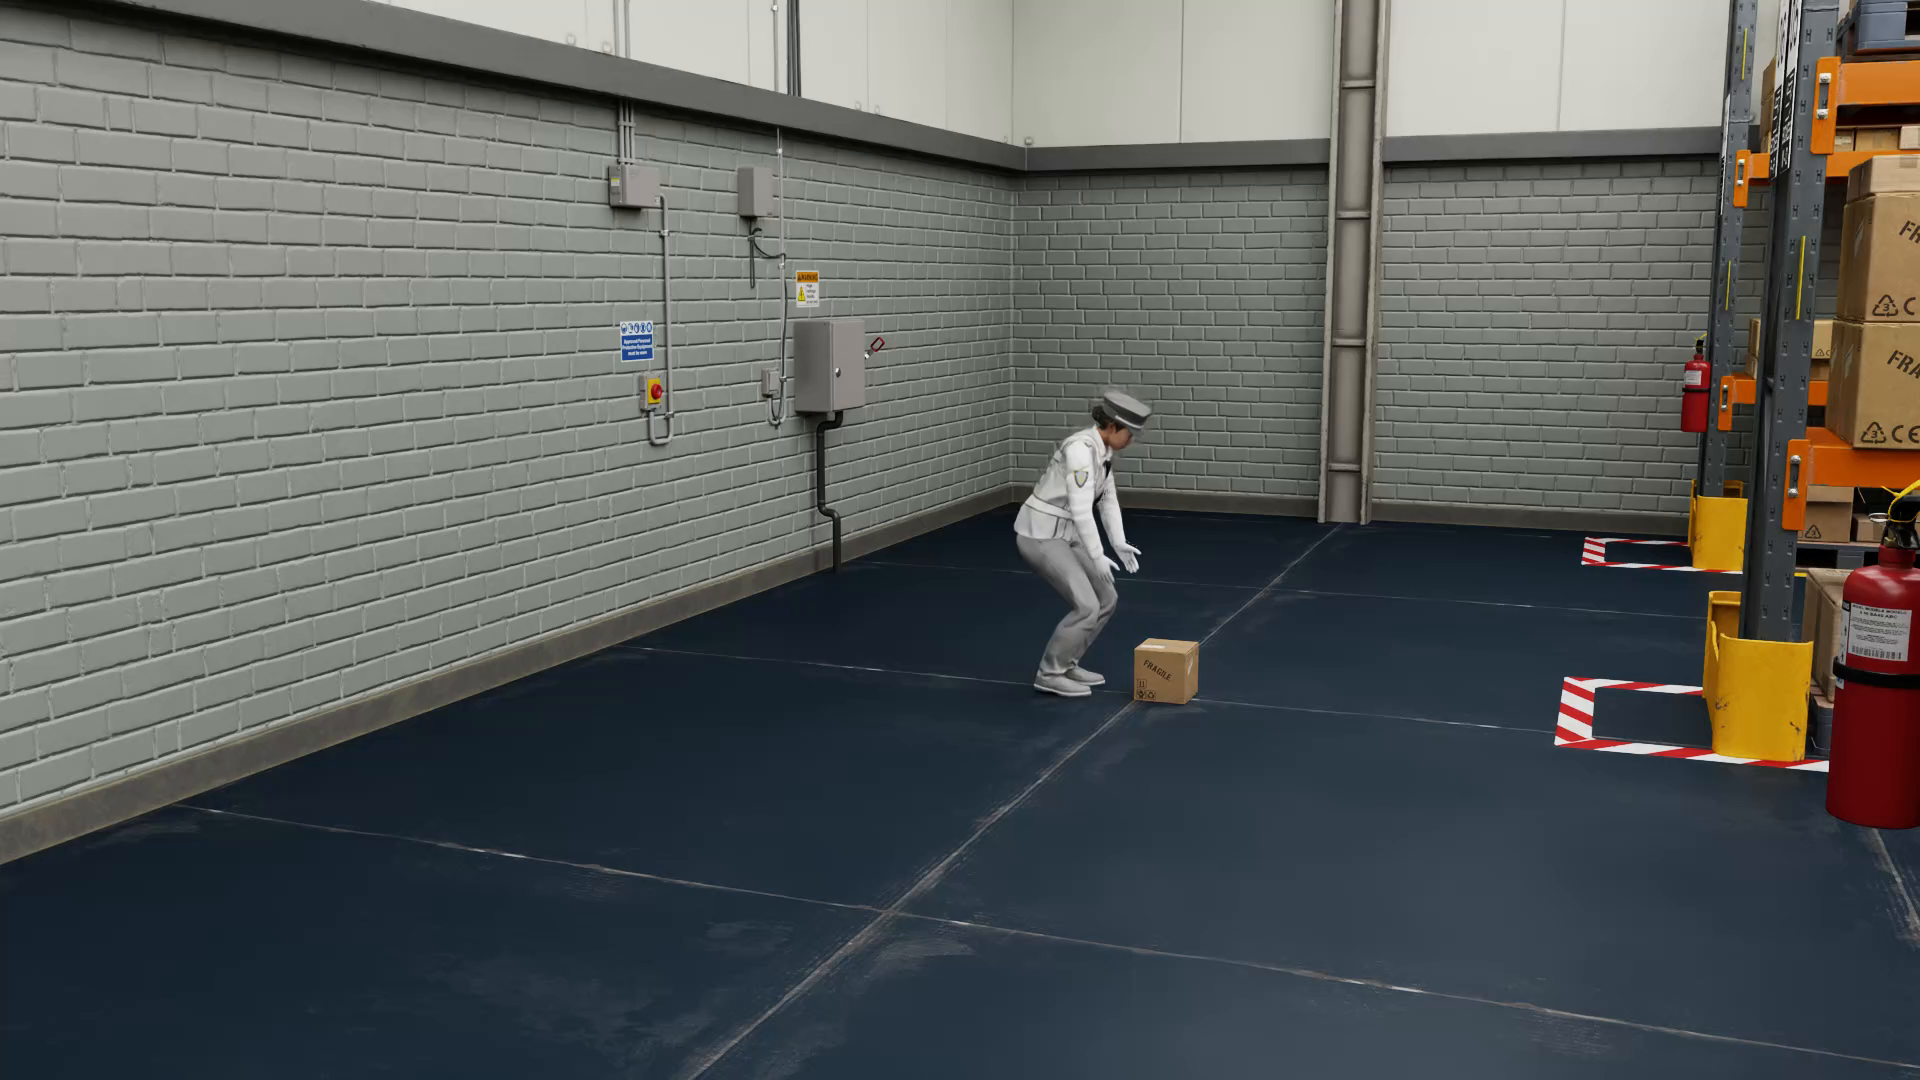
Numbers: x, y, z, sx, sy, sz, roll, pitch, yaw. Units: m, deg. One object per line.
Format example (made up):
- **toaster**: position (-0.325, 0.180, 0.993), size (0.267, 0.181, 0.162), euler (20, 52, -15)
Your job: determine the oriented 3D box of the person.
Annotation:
- **person**: position (0.599, 0.009, 8.017), size (0.653, 1.455, 0.533), euler (3, 9, 21)
